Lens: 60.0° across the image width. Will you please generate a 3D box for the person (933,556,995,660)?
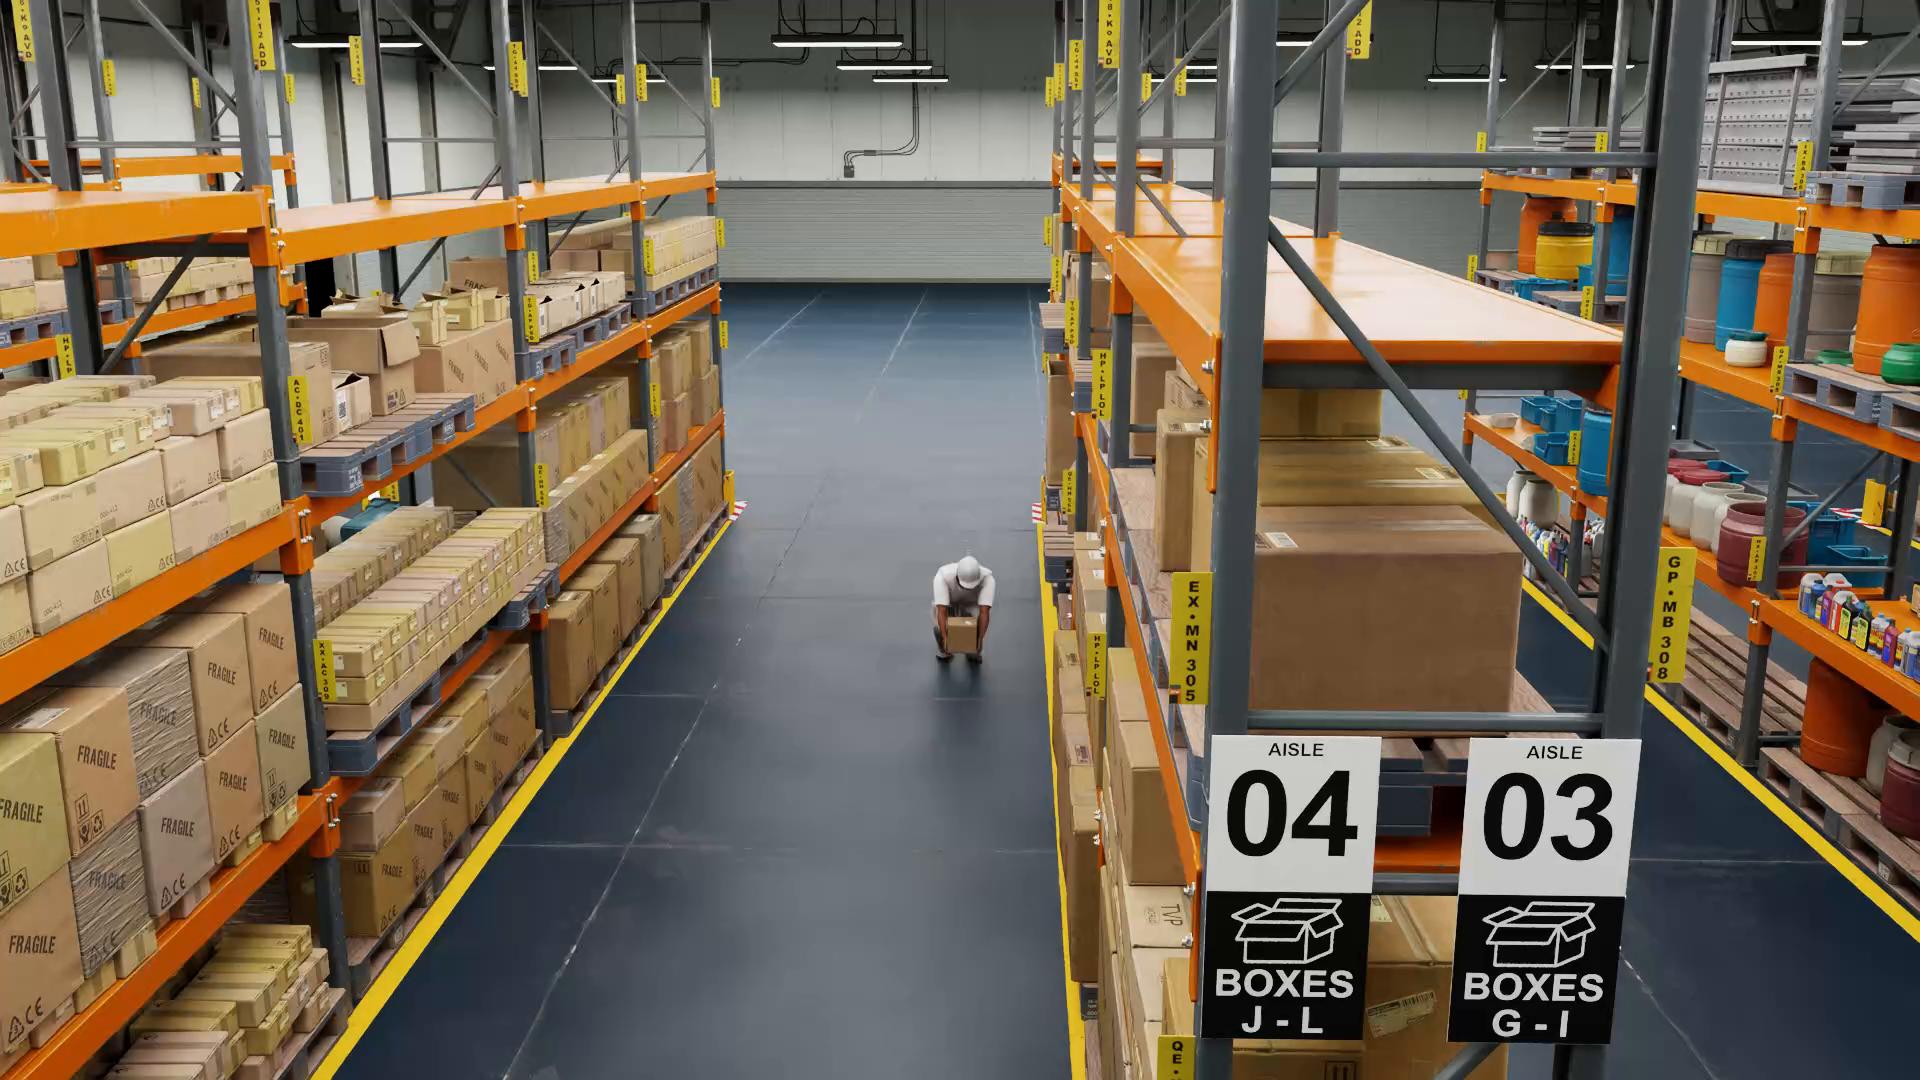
[{"bbox_3d":[0.033,0.576,14.697,0.550,1.016,0.894,-1,14,-3],"label":"person"}]
